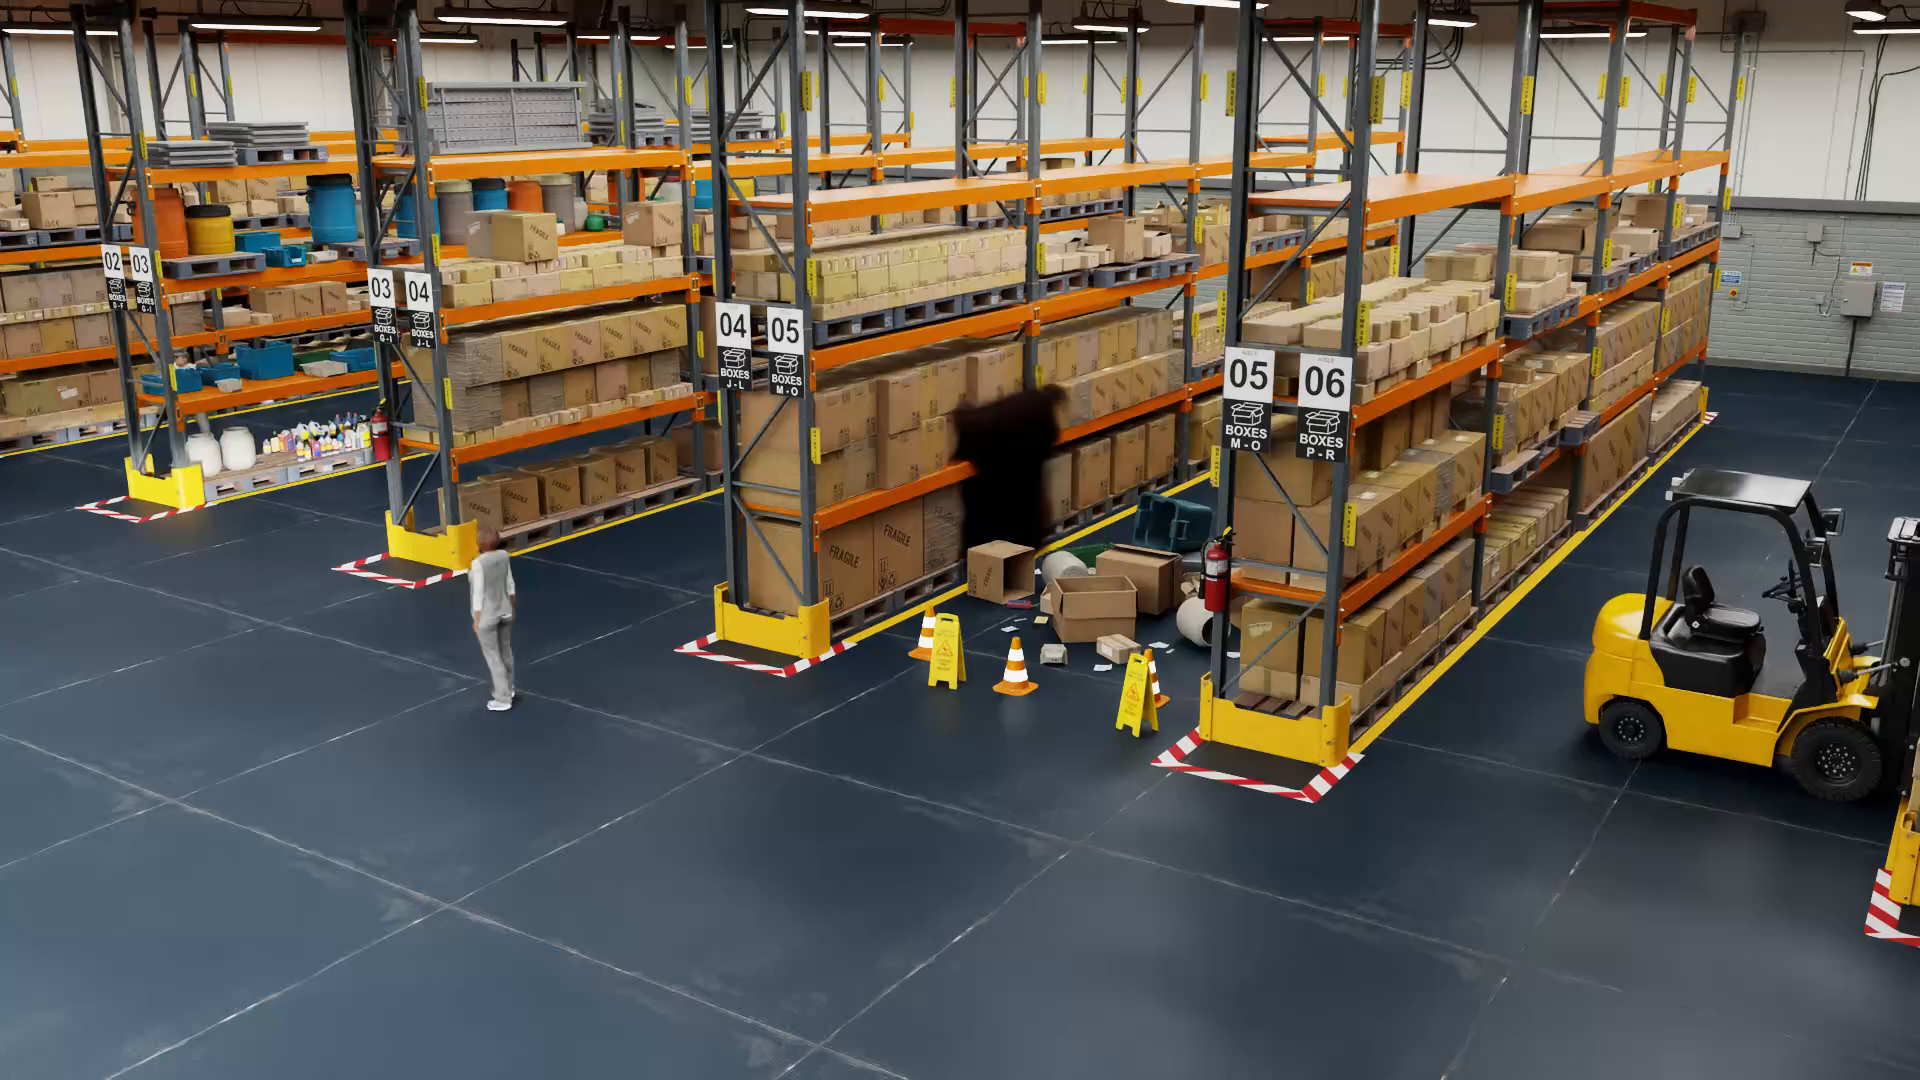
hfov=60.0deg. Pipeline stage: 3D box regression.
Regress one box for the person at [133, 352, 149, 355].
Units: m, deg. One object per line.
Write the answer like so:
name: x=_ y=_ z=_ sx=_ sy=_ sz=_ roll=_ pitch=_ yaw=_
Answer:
person: x=-13.665 y=-3.294 z=27.828 sx=0.580 sy=1.750 sz=0.753 roll=4 pitch=16 yaw=14

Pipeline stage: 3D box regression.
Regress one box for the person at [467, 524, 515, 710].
person: x=-3.942 y=0.637 z=13.957 sx=0.479 sy=1.615 sz=0.463 roll=9 pitch=18 yaw=29

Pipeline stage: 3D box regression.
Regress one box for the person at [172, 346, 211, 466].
person: x=-10.478 y=-1.803 z=22.638 sx=0.619 sy=1.687 sz=0.563 roll=-8 pitch=17 yaw=-27
